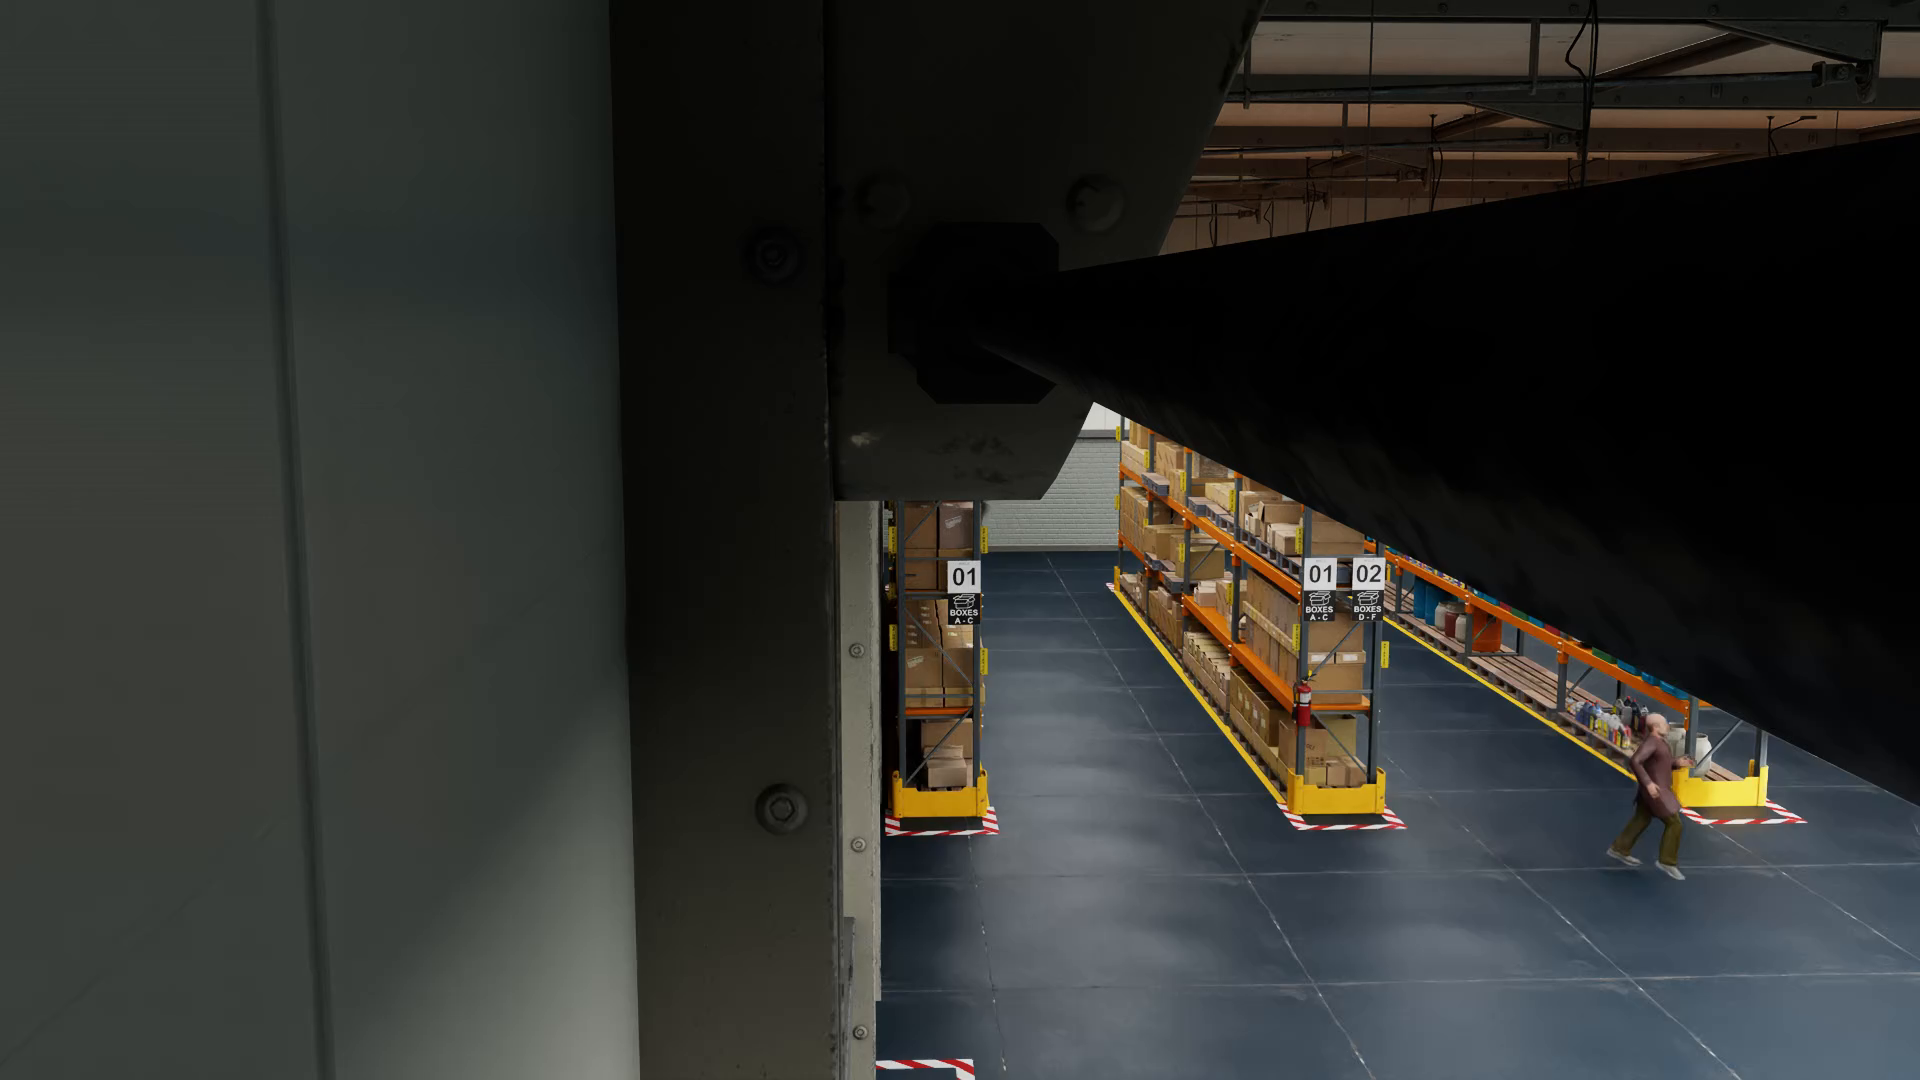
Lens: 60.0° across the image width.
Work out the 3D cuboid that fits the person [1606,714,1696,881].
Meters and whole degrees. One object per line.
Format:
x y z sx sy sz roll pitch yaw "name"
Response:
7.637 2.823 18.361 0.859 1.849 0.673 2 8 14 "person"
